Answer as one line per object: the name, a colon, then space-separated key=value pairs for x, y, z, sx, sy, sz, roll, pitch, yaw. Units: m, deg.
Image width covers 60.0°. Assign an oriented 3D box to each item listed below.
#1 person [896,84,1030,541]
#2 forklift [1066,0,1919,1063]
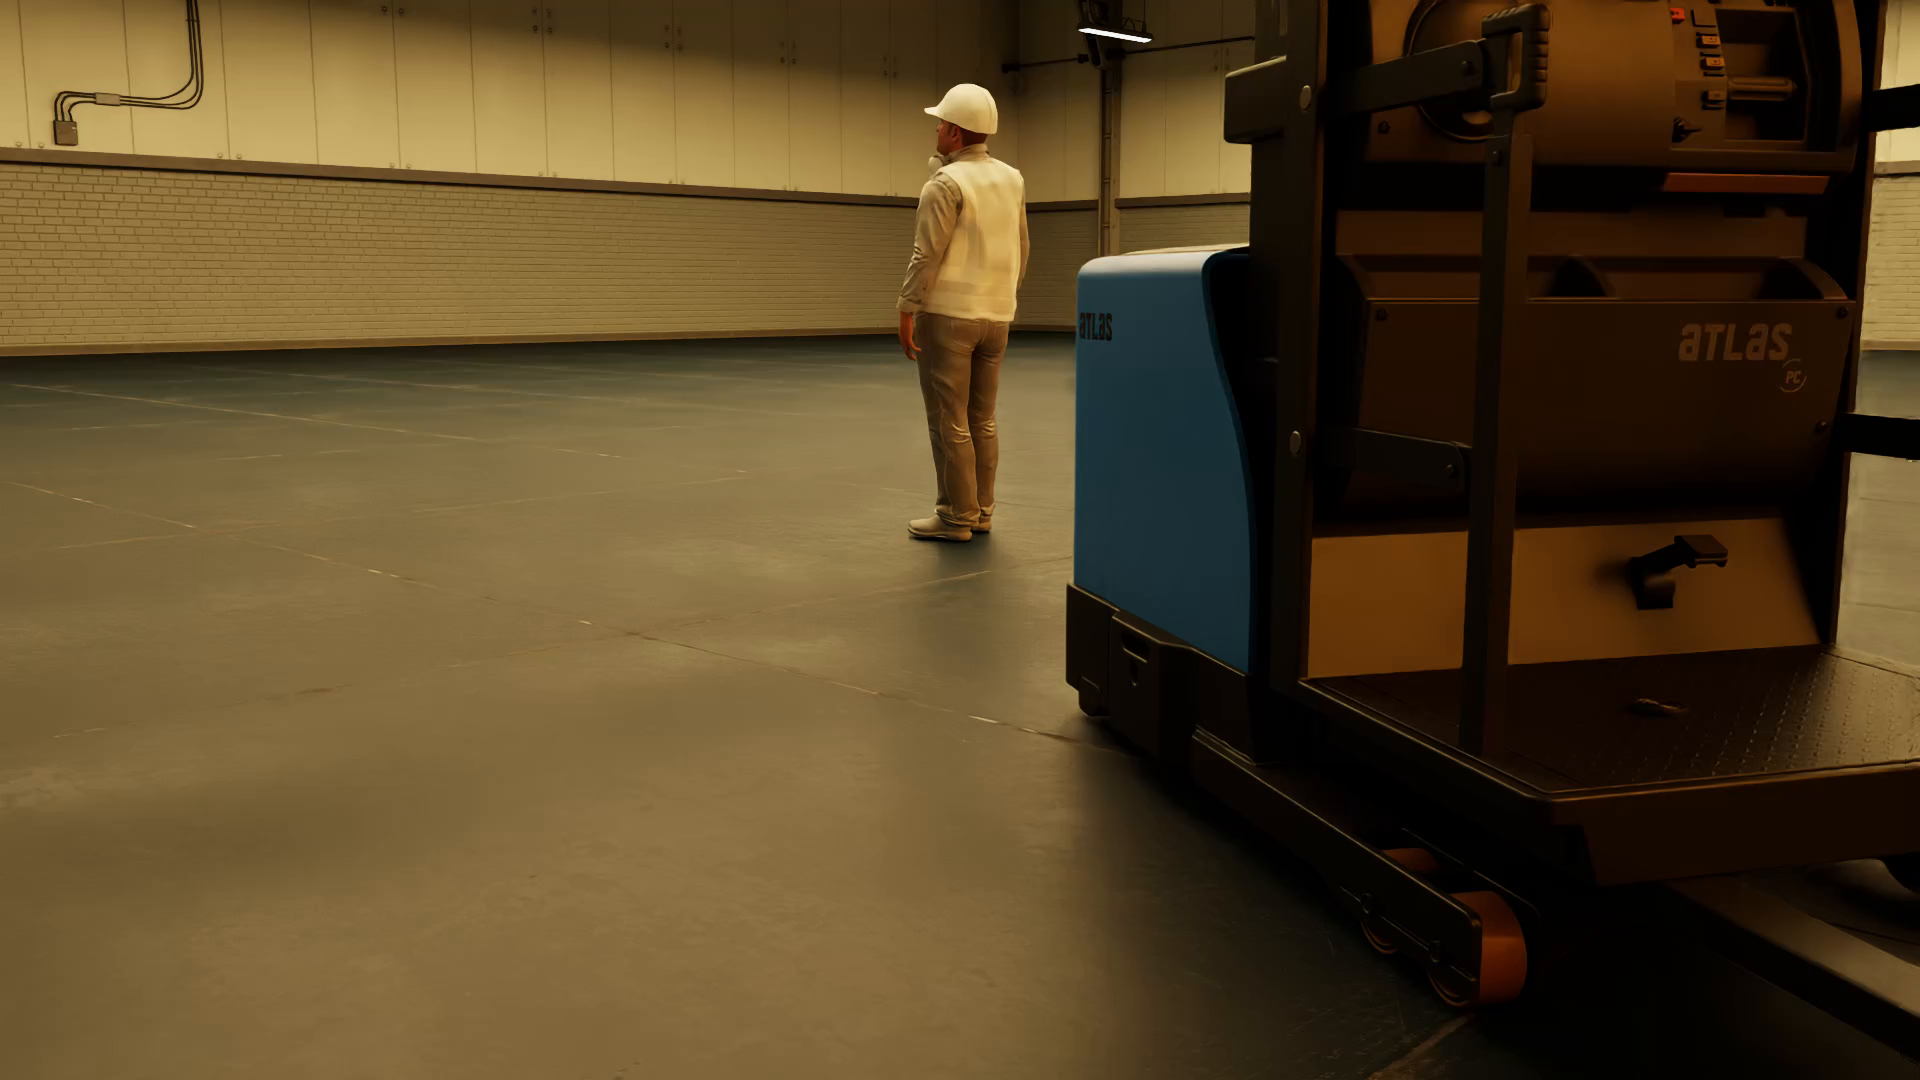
person: x=-0.040 y=-0.891 z=6.633 sx=0.566 sy=1.775 sz=0.633 roll=8 pitch=12 yaw=43
forklift: x=1.134 y=-0.854 z=2.542 sx=1.130 sy=2.935 sz=3.031 roll=-2 pitch=9 yaw=-15
